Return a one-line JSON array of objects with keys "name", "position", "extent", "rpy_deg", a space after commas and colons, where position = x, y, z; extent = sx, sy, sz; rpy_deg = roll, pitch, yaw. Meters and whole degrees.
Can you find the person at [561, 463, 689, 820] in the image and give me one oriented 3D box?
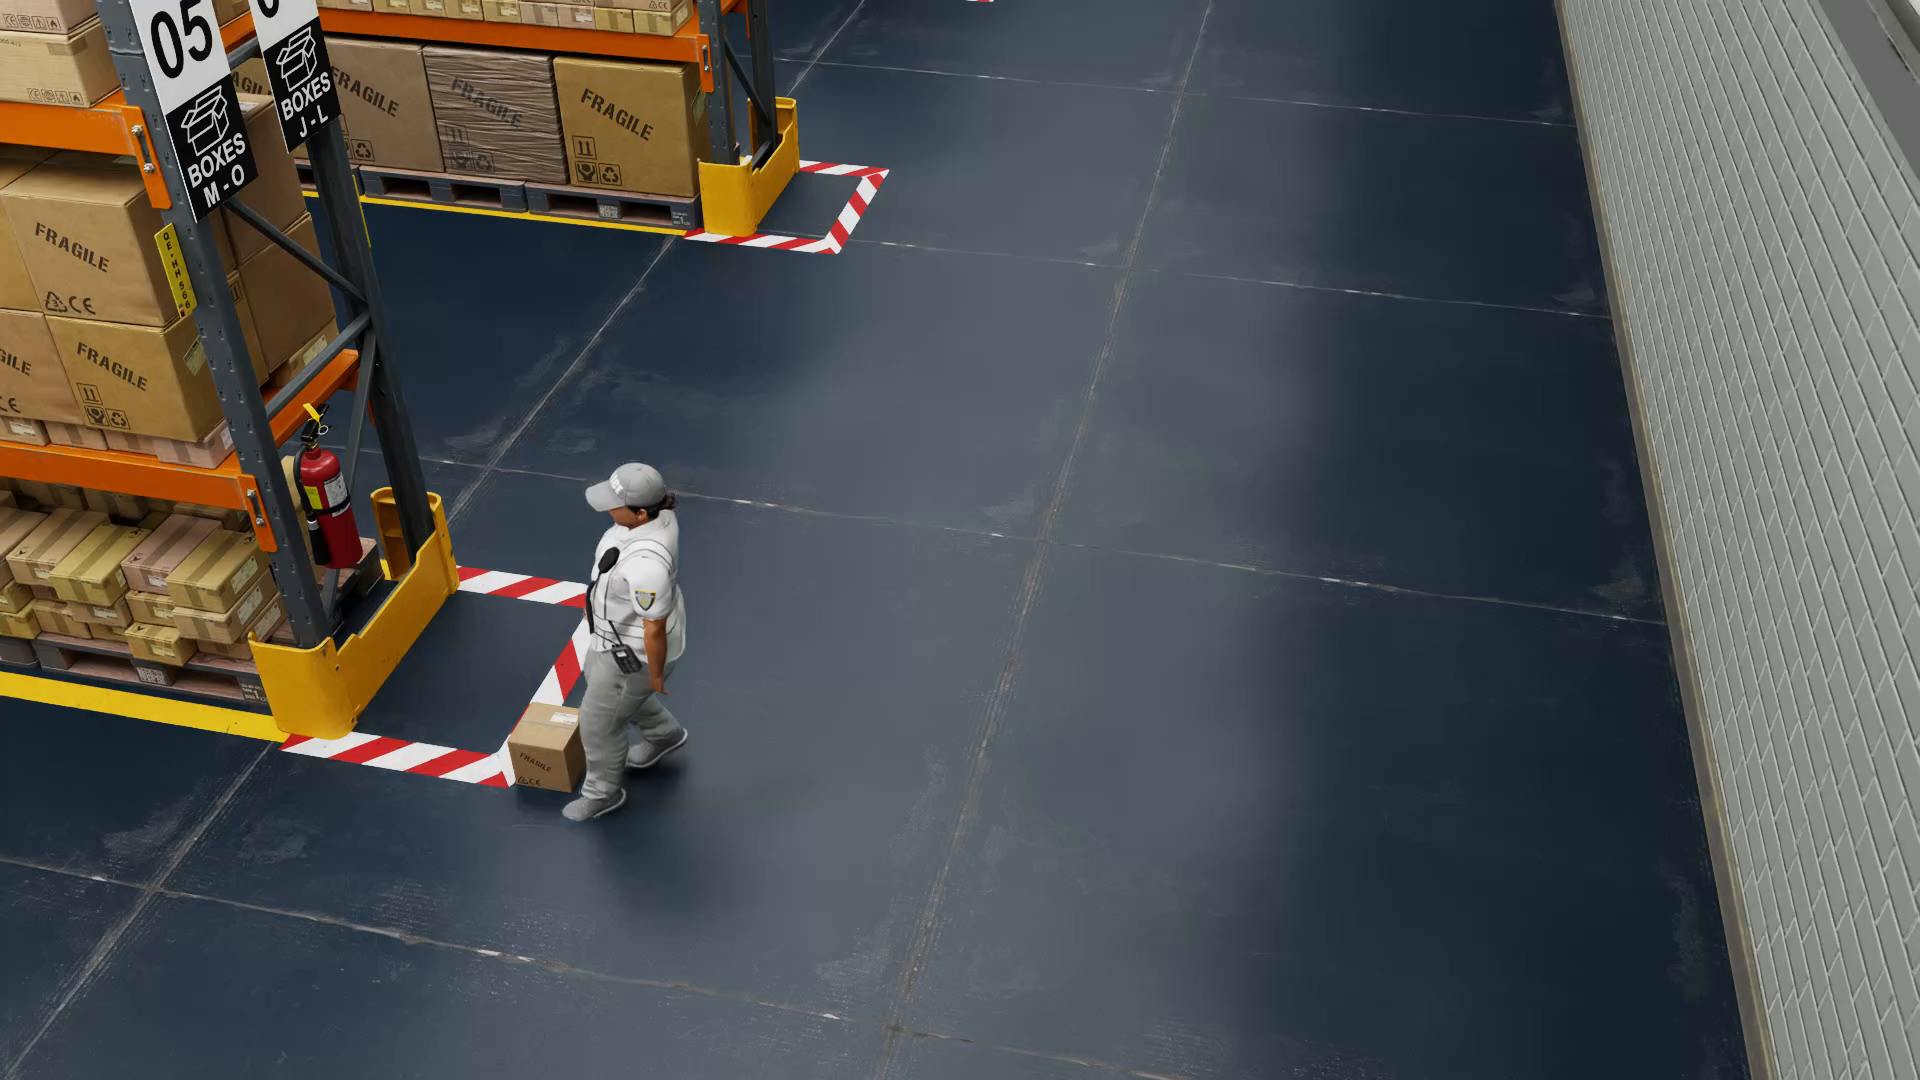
[{"name": "person", "position": [-1.355, 0.401, 6.485], "extent": [0.634, 1.688, 0.533], "rpy_deg": [-3, 37, -4]}]
